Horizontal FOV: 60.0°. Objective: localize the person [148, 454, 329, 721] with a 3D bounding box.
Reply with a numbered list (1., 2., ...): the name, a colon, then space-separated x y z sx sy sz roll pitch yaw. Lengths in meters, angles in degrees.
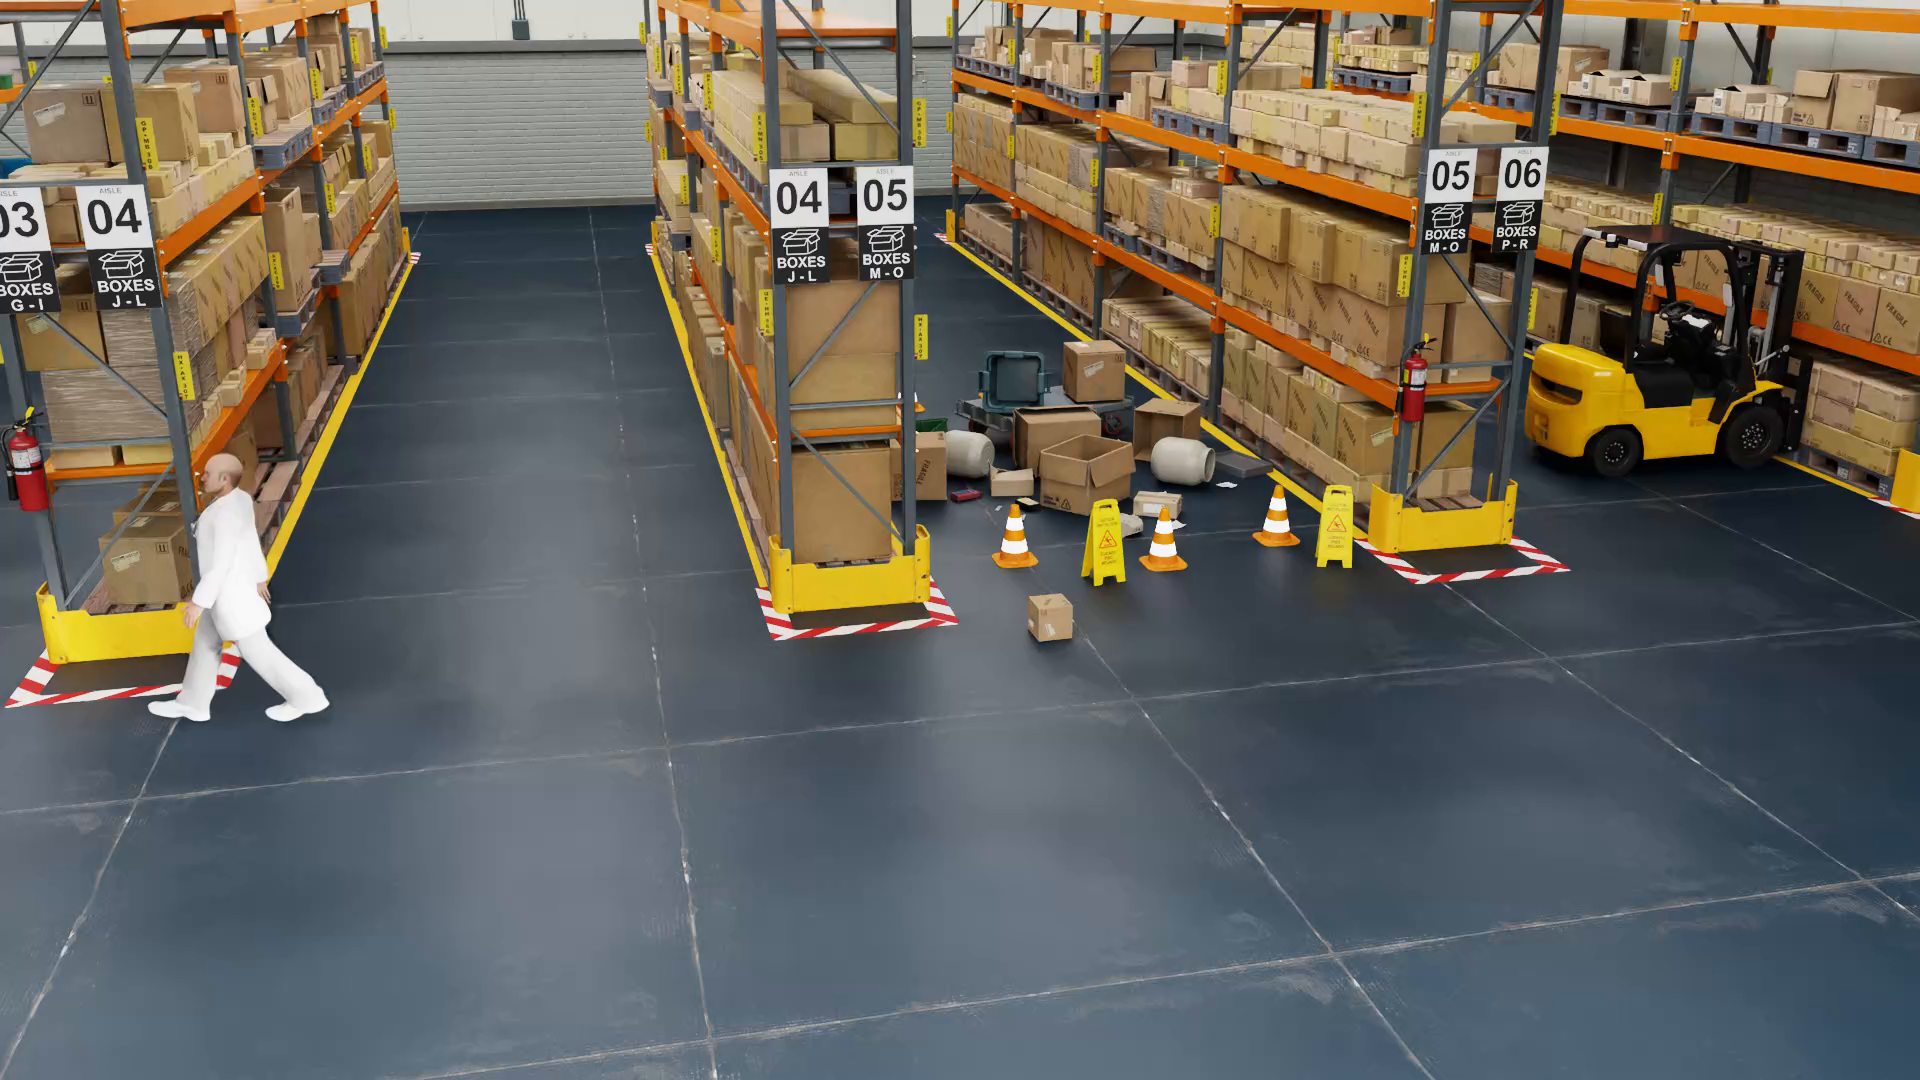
1. person: -4.530 0.321 10.186 1.083 1.729 0.620 -6 20 -16
